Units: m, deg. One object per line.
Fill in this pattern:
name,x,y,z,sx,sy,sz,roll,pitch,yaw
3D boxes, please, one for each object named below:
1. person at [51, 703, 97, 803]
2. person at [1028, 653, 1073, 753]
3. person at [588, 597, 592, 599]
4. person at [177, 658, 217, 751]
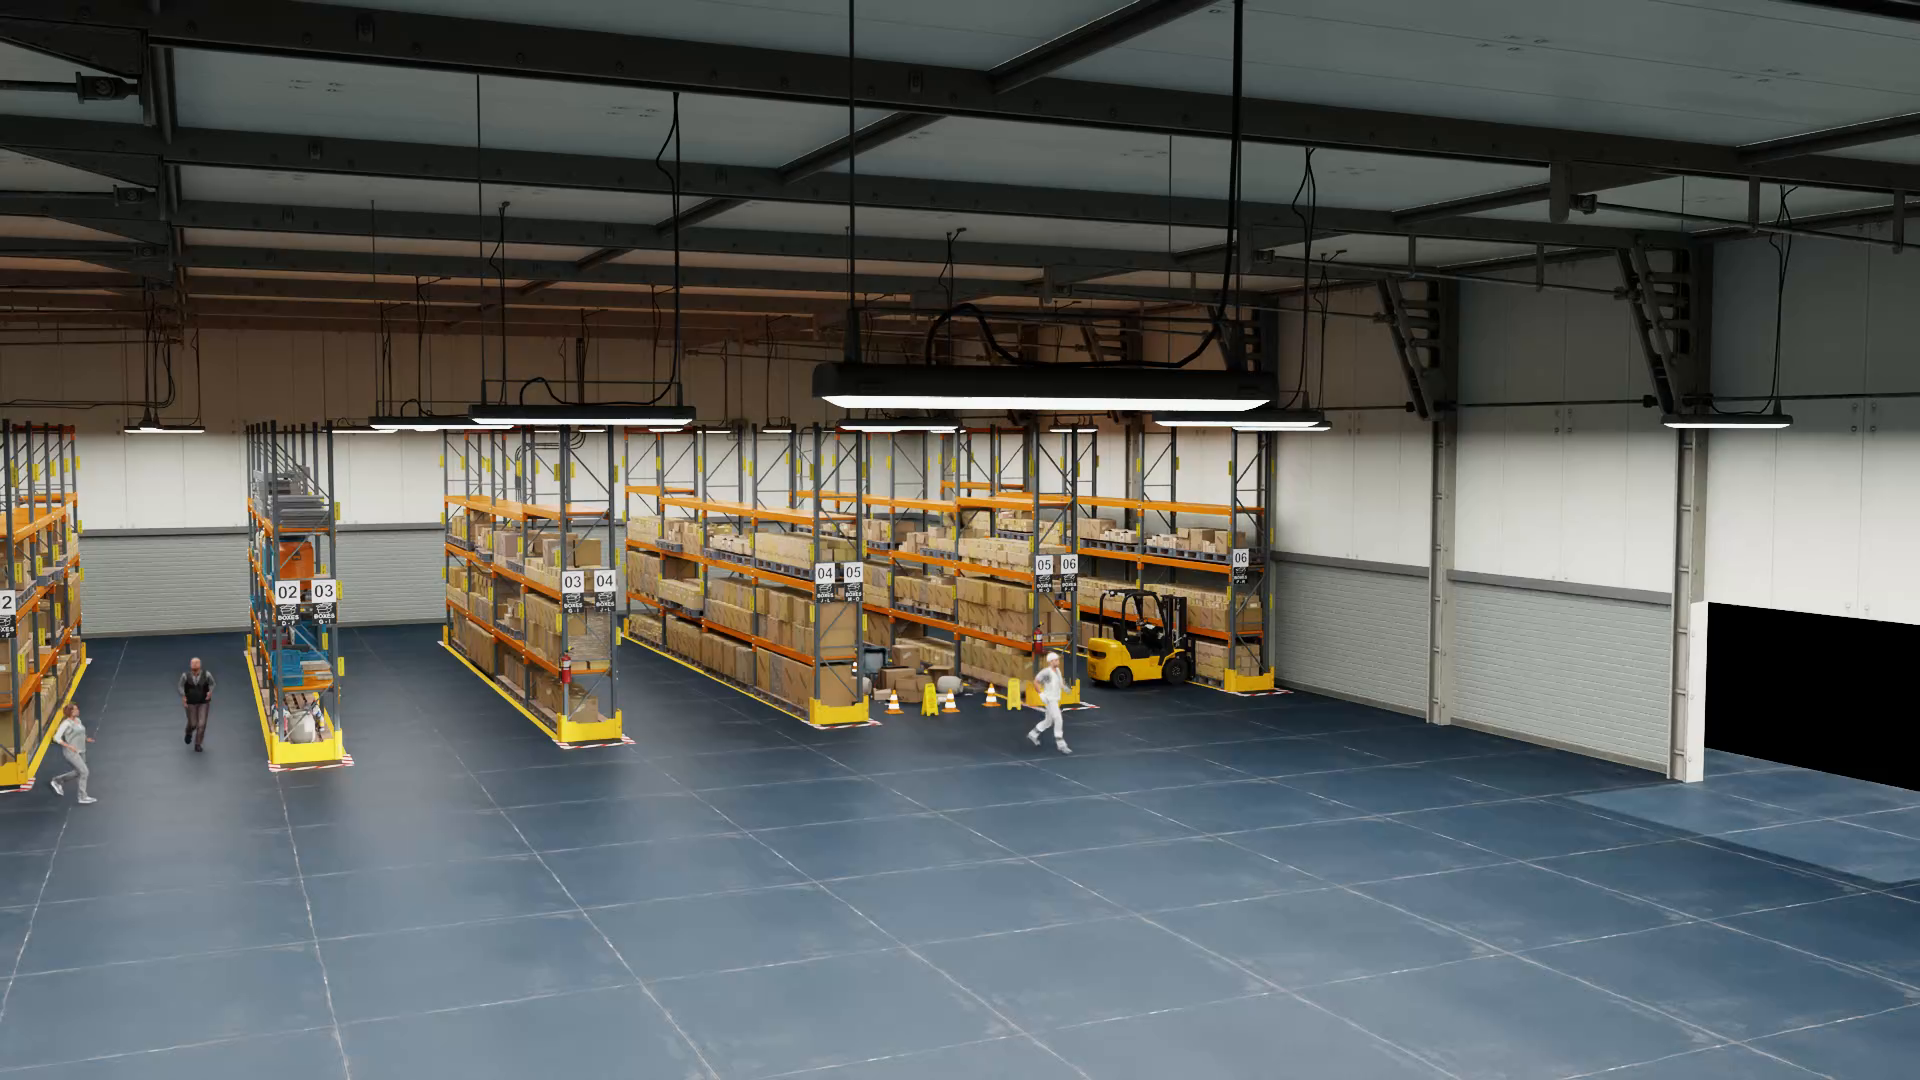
person,-13.841,3.320,25.898,0.730,1.559,0.546,0,4,0
person,1.645,2.936,30.224,0.936,1.799,0.658,2,4,26
person,-10.706,1.929,47.810,0.622,1.700,0.672,3,5,39
person,-13.909,2.990,30.350,0.656,1.696,0.627,-2,4,-27
